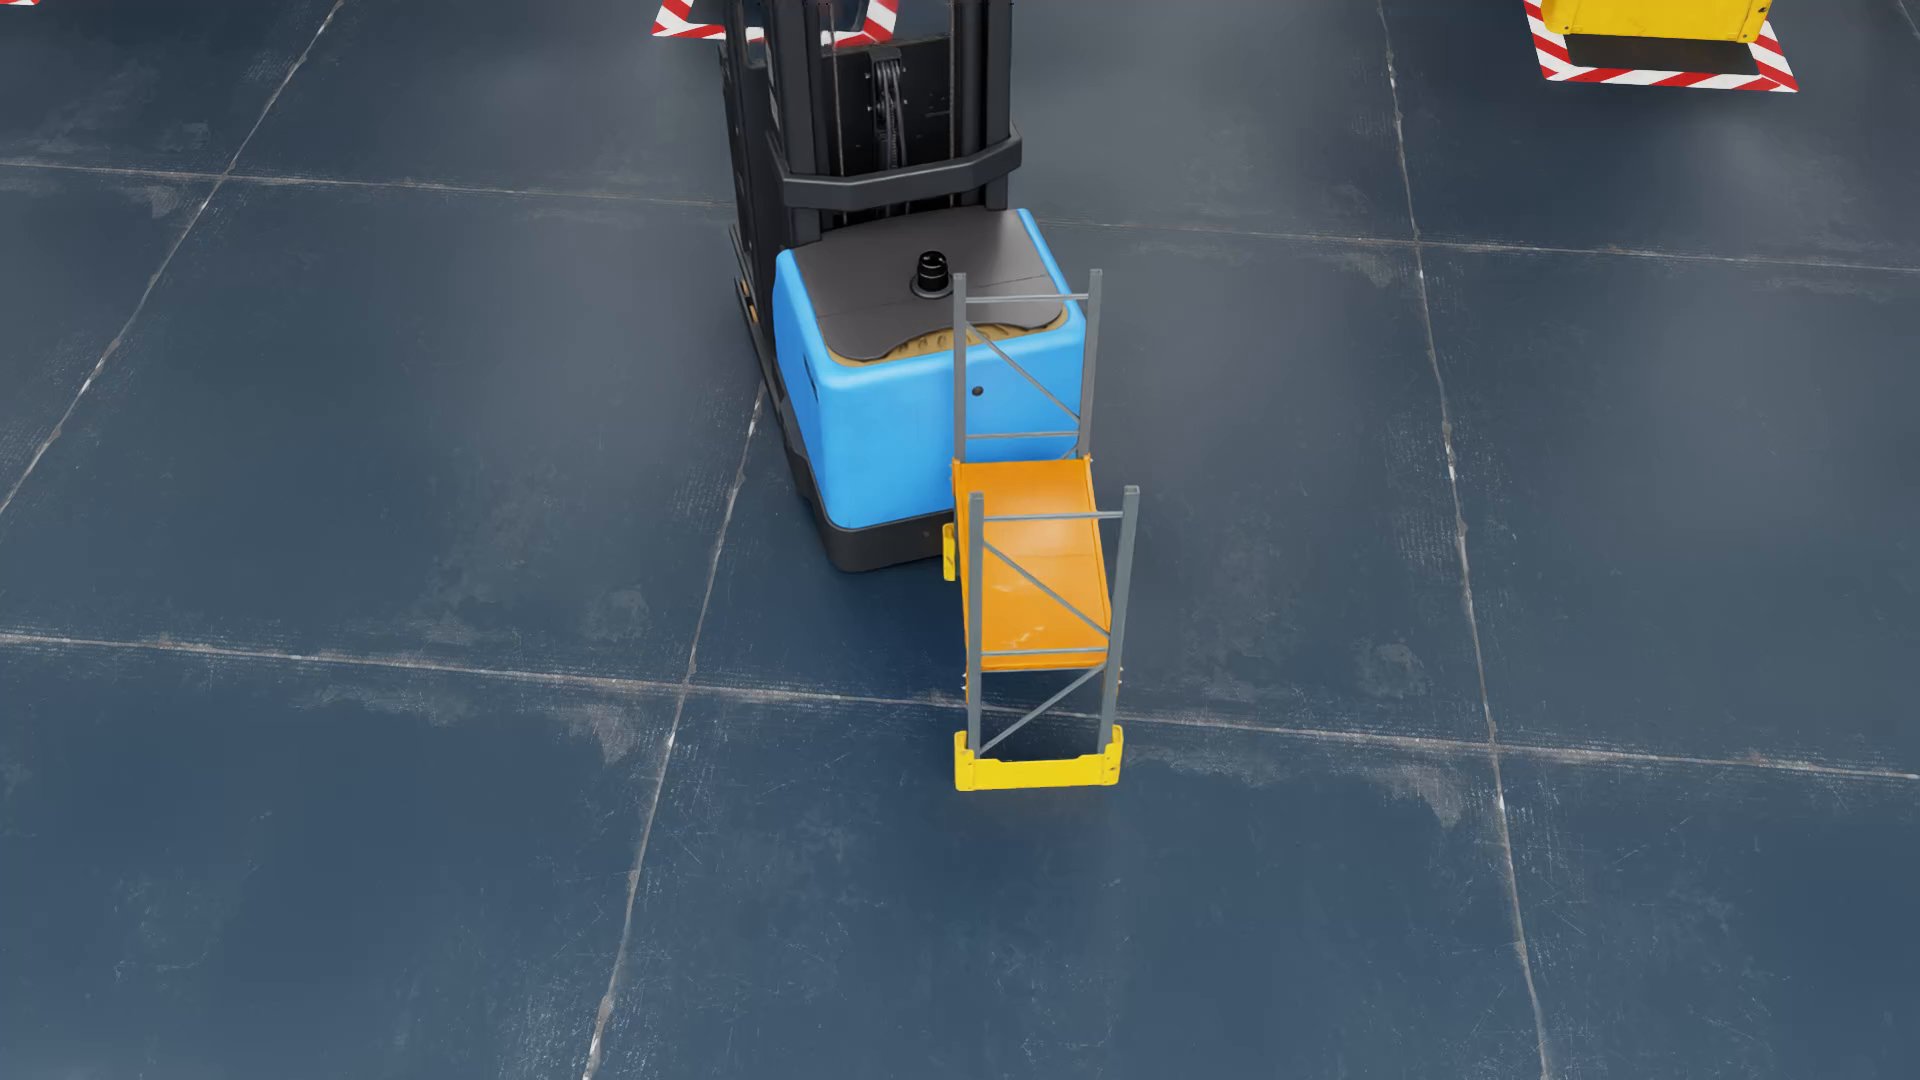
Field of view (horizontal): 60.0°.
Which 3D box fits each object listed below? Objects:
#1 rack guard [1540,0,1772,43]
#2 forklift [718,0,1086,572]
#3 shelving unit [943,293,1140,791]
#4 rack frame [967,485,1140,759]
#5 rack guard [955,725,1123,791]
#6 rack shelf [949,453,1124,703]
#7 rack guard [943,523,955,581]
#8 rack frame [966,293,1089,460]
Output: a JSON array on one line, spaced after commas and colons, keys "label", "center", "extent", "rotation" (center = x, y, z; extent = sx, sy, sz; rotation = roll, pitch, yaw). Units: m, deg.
[{"label": "rack guard", "center": [3.916, -3.118, 9.289], "extent": [1.175, 0.500, 0.348], "rotation": [4, 48, 4]}, {"label": "forklift", "center": [-0.411, -1.975, 6.596], "extent": [1.130, 2.935, 3.031], "rotation": [-12, 49, -11]}, {"label": "shelving unit", "center": [0.251, -0.015, 5.773], "extent": [0.587, 1.500, 1.083], "rotation": [-2, 48, -2]}, {"label": "rack frame", "center": [0.277, 0.366, 5.425], "extent": [0.500, 1.500, 0.032], "rotation": [-2, 48, -2]}, {"label": "rack guard", "center": [0.276, 0.774, 5.899], "extent": [0.587, 0.250, 0.087], "rotation": [-2, 48, -2]}, {"label": "rack shelf", "center": [0.252, 0.113, 5.900], "extent": [0.538, 0.185, 1.000], "rotation": [-2, 48, -2]}, {"label": "rack guard", "center": [0.227, 0.040, 6.570], "extent": [0.587, 0.250, 0.087], "rotation": [-2, 48, -2]}, {"label": "rack frame", "center": [0.229, -0.383, 6.110], "extent": [0.475, 1.308, 0.013], "rotation": [-2, 48, -2]}]
